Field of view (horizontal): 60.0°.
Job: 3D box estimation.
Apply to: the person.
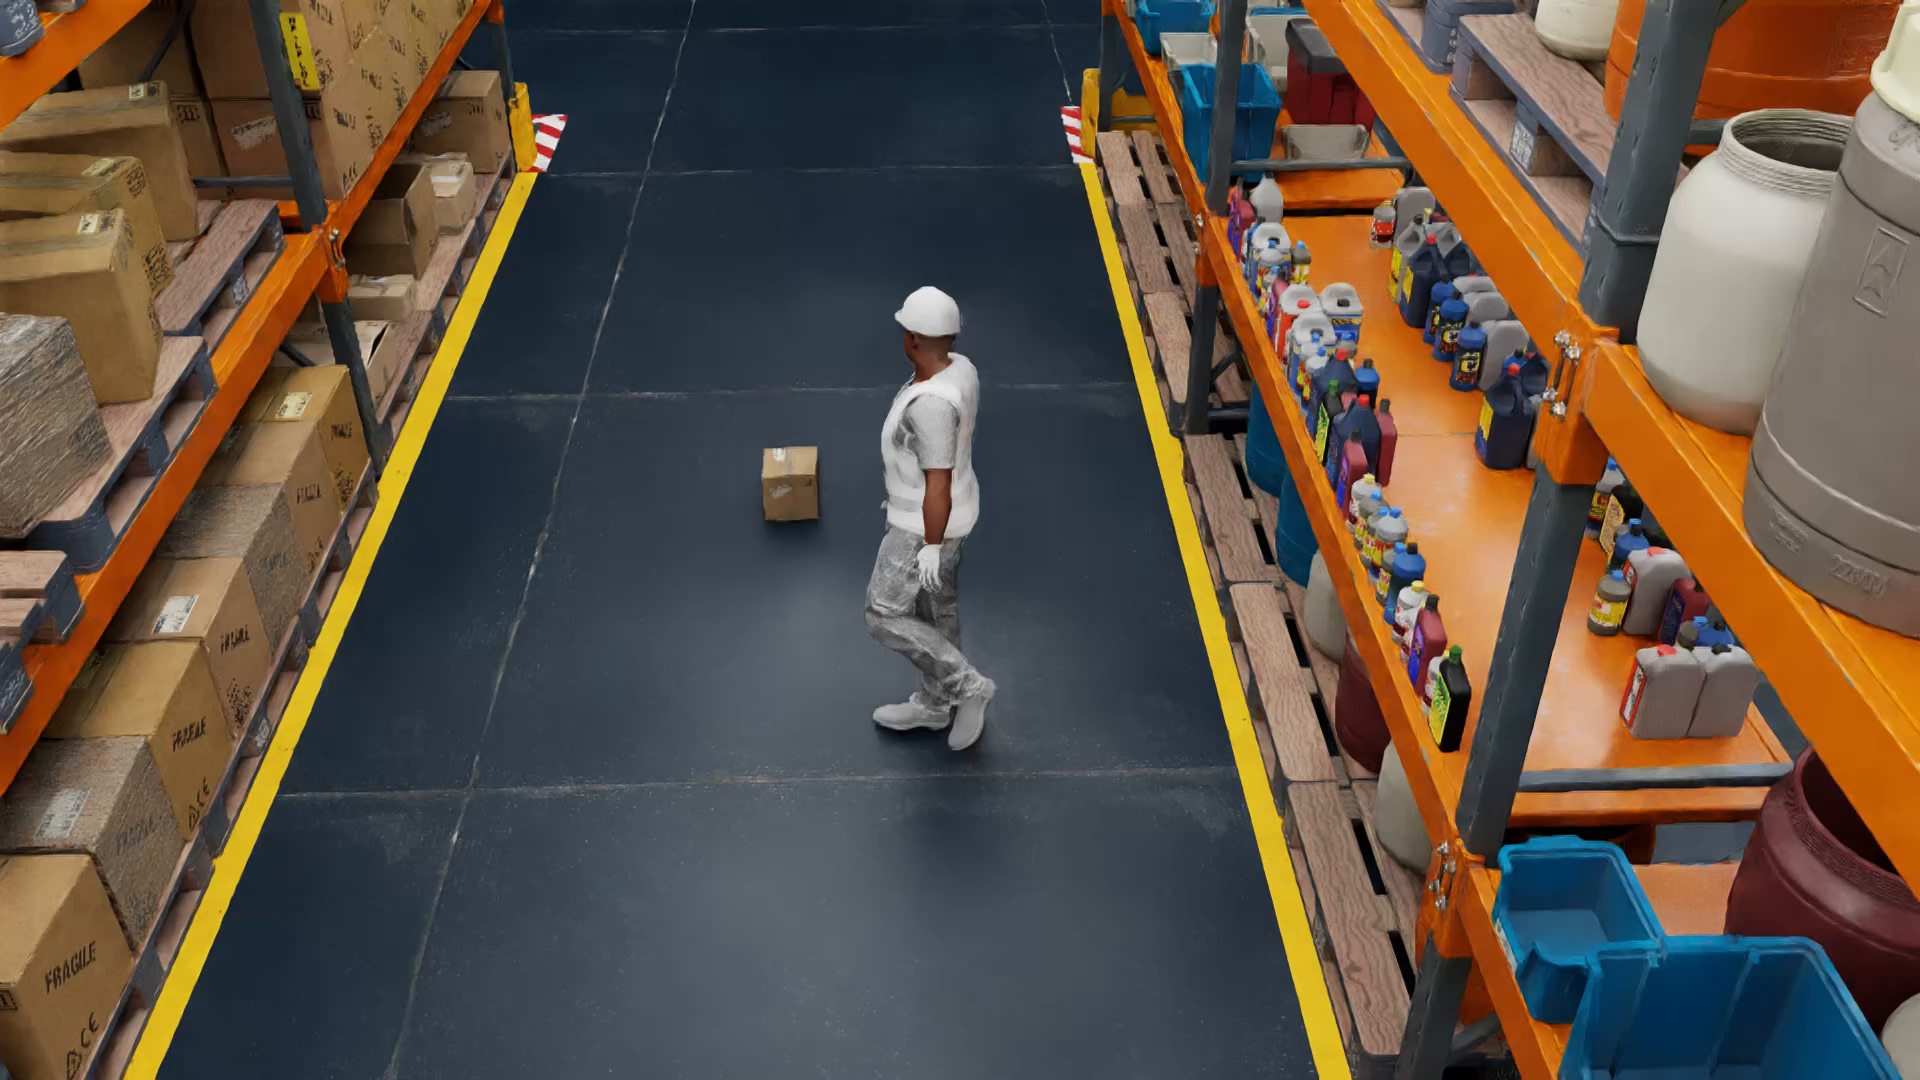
[{"bbox_3d":[-0.082,-0.054,6.213,0.514,1.758,0.733,5,35,7],"label":"person"}]
